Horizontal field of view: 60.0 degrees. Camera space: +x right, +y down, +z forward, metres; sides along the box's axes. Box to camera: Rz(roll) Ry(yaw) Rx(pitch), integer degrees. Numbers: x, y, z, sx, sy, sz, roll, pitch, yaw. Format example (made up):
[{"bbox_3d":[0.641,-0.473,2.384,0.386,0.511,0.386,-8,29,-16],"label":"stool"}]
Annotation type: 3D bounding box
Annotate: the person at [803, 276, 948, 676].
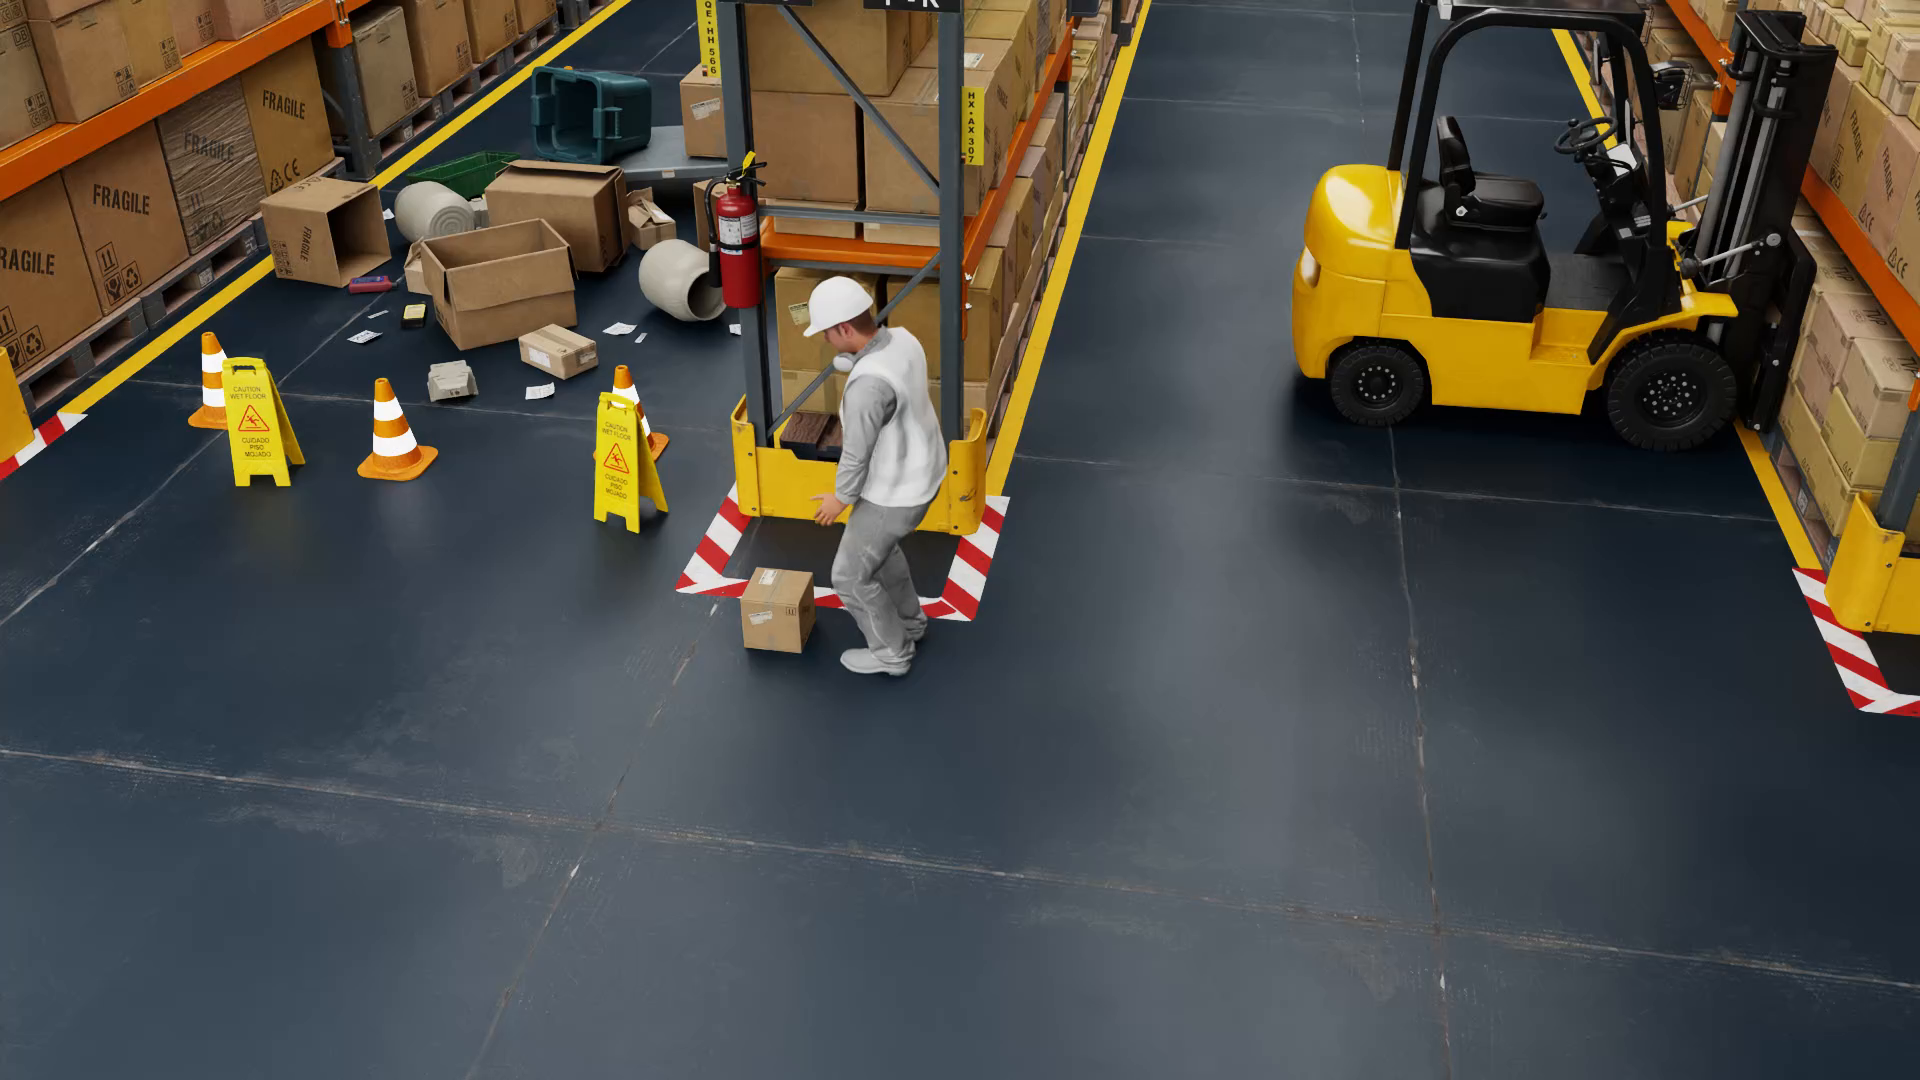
[{"bbox_3d":[-0.330,-0.232,6.564,0.516,1.695,0.567,9,33,14],"label":"person"}]
